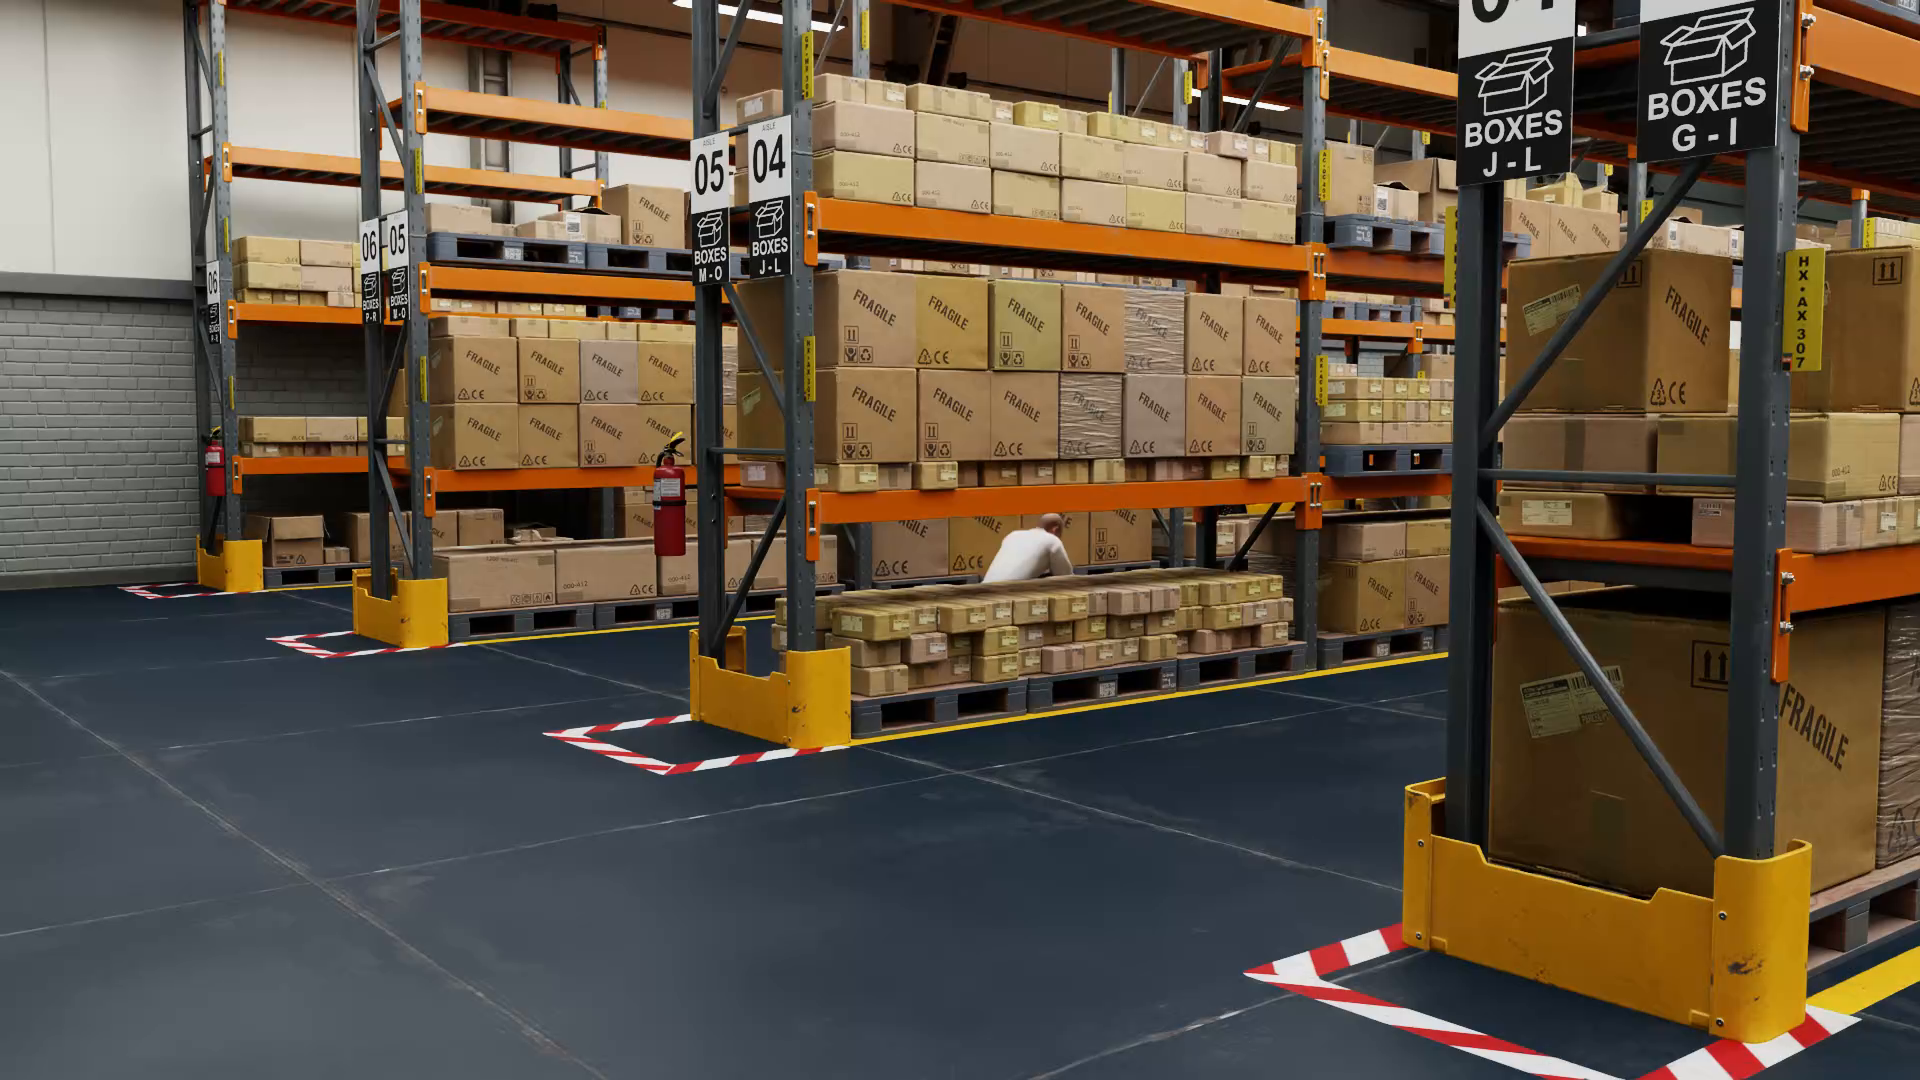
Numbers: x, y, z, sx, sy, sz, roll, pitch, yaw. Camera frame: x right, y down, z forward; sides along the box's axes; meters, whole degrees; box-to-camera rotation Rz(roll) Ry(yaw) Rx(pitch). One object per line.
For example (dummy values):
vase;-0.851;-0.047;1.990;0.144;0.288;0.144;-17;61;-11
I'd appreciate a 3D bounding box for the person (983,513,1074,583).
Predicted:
person;0.533;0.305;12.155;0.898;0.998;0.601;-3;5;-39
